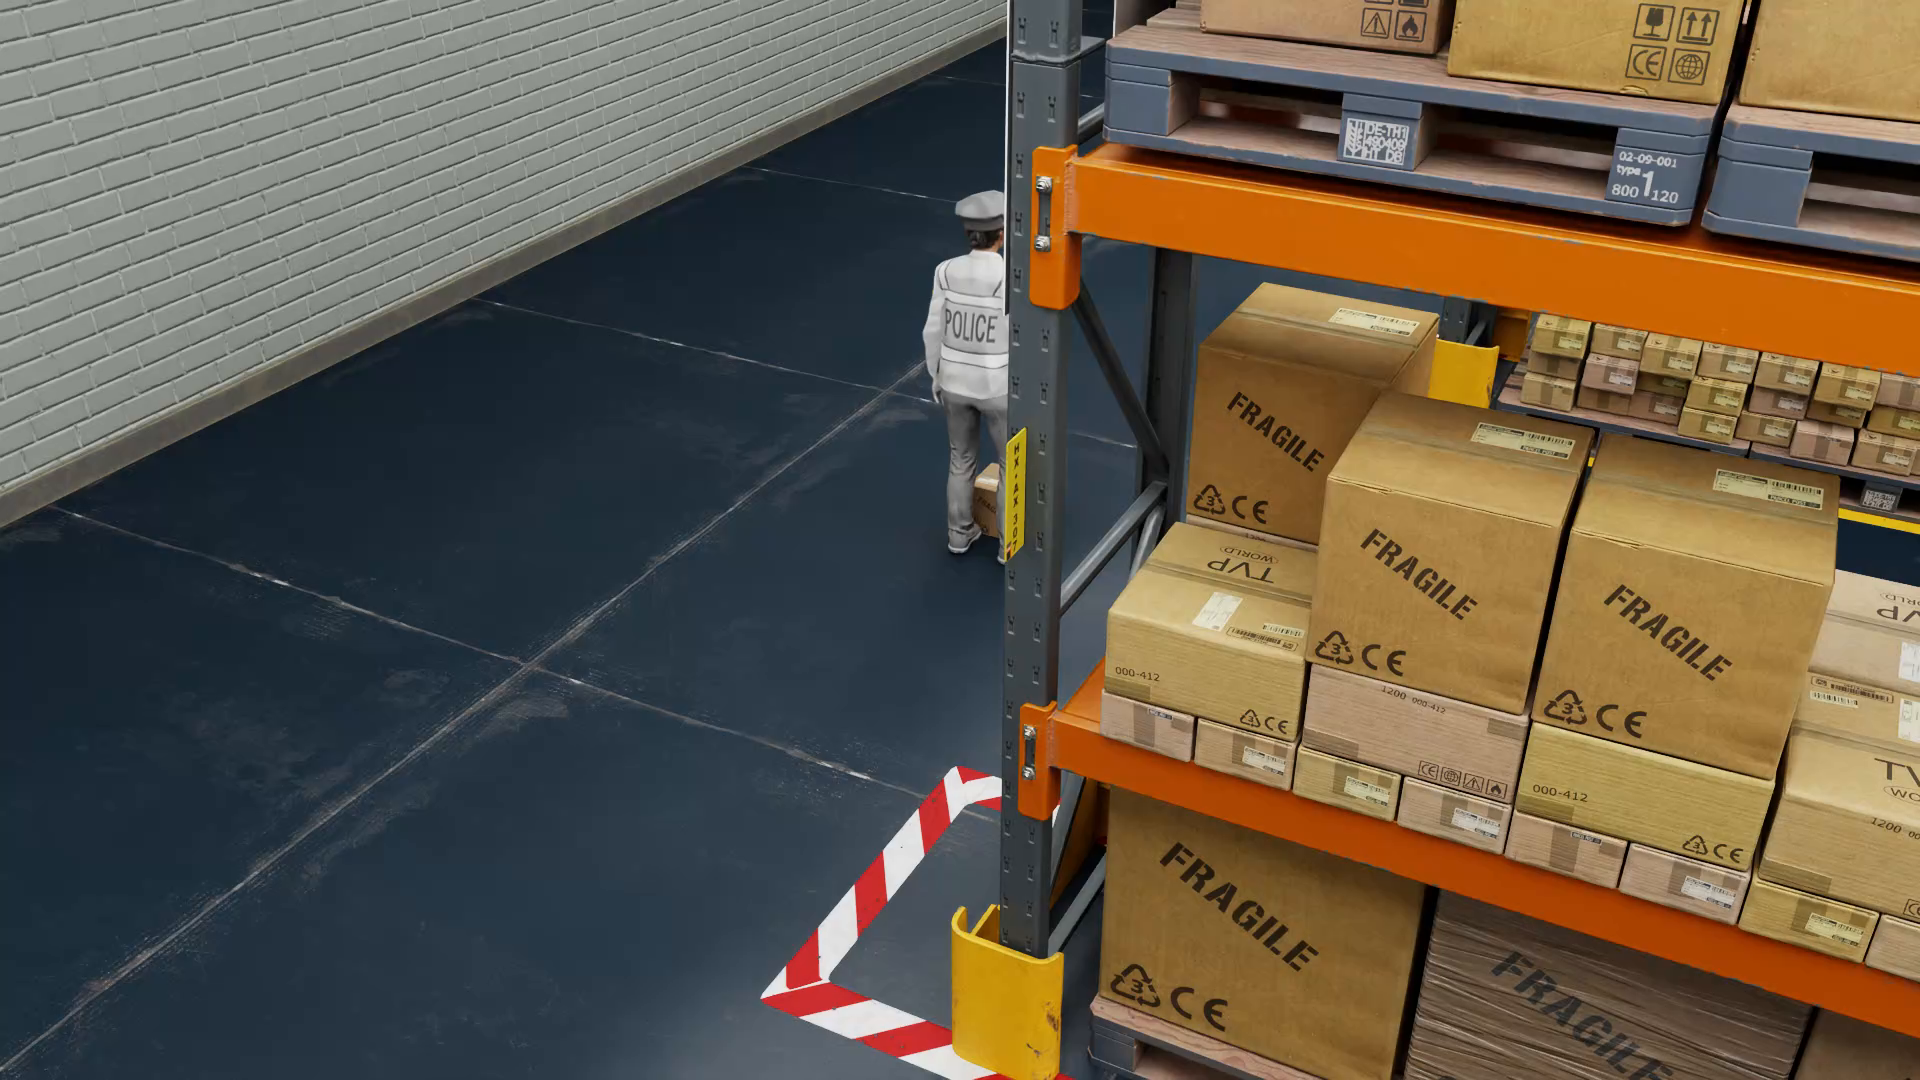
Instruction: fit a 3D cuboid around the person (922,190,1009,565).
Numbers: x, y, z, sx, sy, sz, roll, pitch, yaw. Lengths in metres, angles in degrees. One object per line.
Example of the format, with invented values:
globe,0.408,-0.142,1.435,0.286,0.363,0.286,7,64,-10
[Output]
person,0.103,-0.677,7.290,0.528,1.662,0.375,13,33,21
